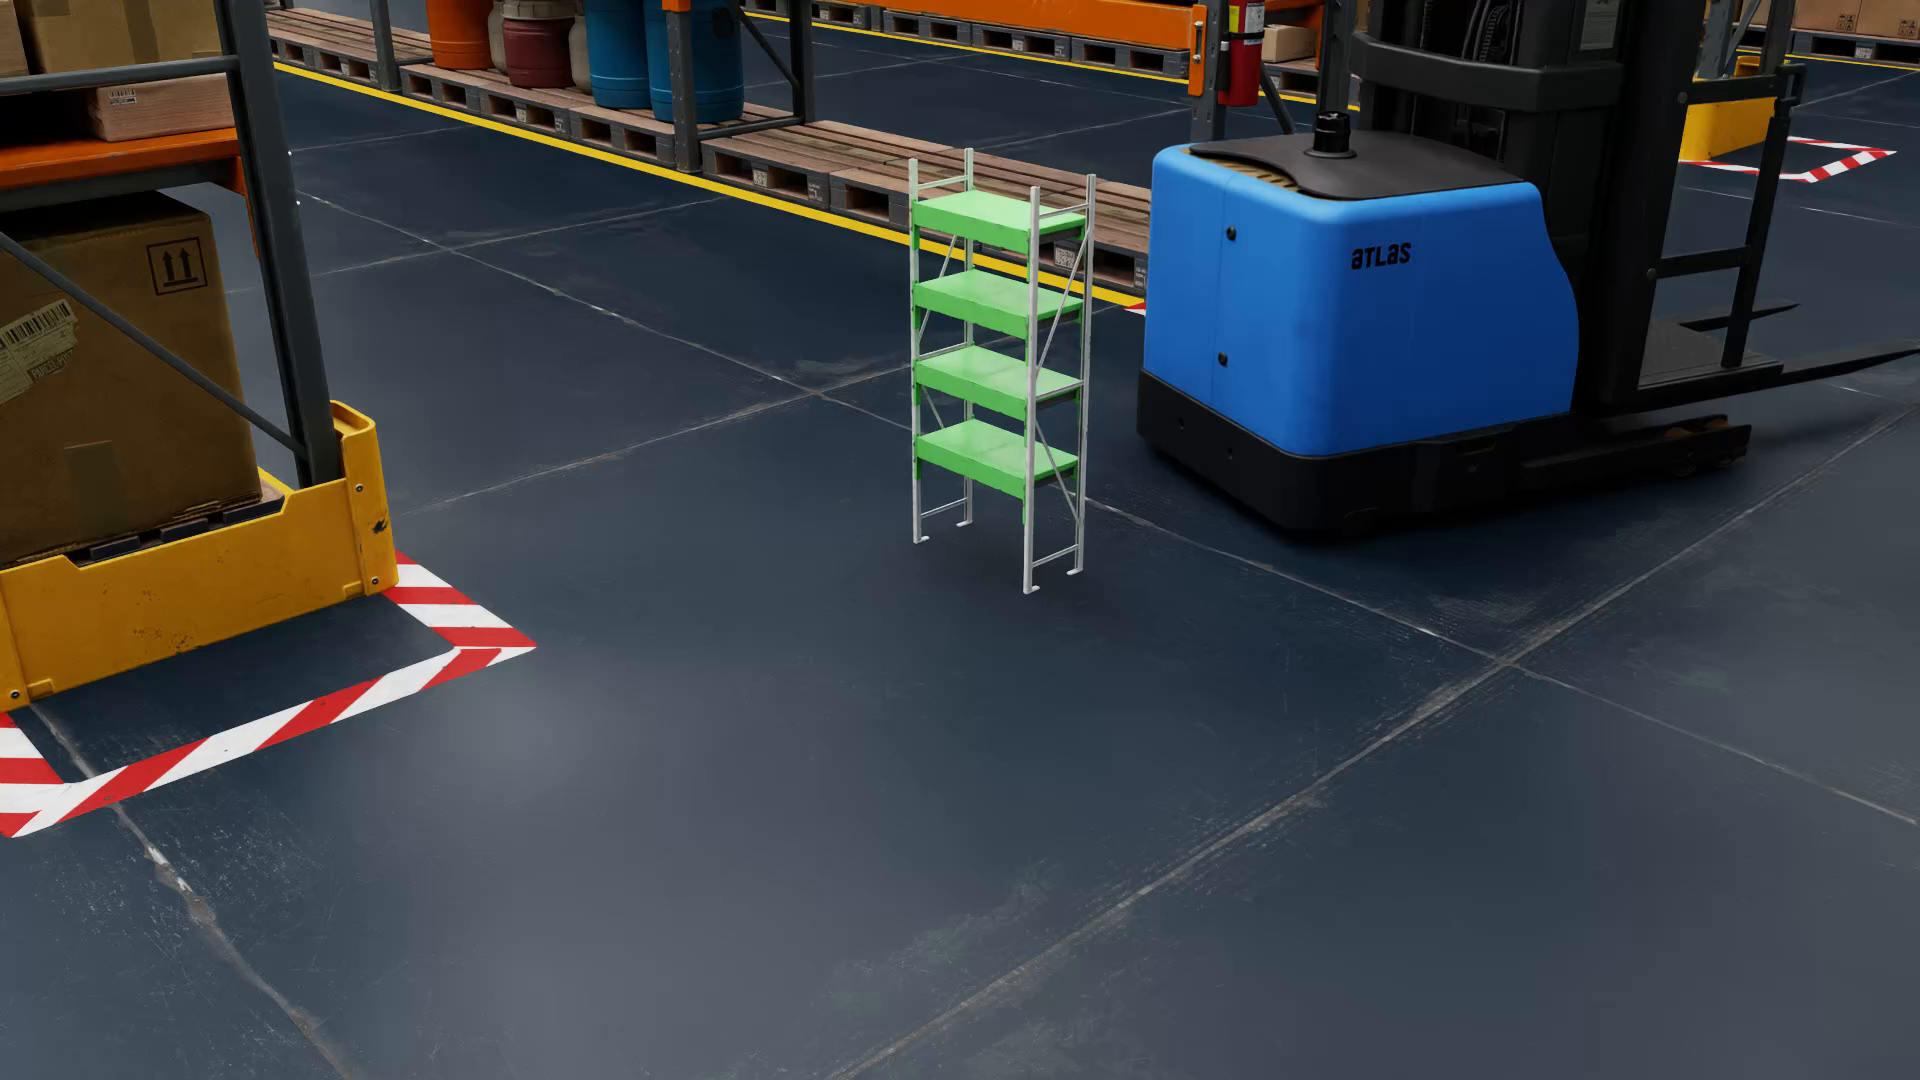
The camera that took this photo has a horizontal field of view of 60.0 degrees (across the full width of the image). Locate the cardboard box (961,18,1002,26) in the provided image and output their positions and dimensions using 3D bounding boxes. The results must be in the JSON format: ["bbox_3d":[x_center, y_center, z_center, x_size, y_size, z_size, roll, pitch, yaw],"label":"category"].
[{"bbox_3d":[0.358,-4.894,14.846,0.500,0.500,0.500,-22,32,-39],"label":"cardboard box"}]

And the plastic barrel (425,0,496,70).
[{"bbox_3d":[-3.717,-4.017,12.550,0.600,0.830,0.708,-21,32,-38],"label":"plastic barrel"}]

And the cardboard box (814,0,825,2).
[{"bbox_3d":[-1.338,-5.546,16.601,0.500,0.250,0.500,-22,32,-39],"label":"cardboard box"}]

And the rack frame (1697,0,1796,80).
[{"bbox_3d":[5.022,-3.937,10.266,1.000,3.000,0.127,-21,32,-38],"label":"rack frame"}]

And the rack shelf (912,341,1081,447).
[{"bbox_3d":[0.113,-0.438,4.918,0.258,0.148,0.480,-21,32,-38],"label":"rack shelf"}]

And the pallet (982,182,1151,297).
[{"bbox_3d":[0.869,-1.525,8.339,1.003,0.211,1.213,-21,32,-38],"label":"pallet"}]

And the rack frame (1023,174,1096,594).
[{"bbox_3d":[0.280,-0.422,4.729,0.240,1.200,0.015,-21,32,-38],"label":"rack frame"}]

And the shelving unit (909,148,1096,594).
[{"bbox_3d":[0.113,-0.496,4.891,0.258,1.200,0.503,-21,32,-38],"label":"shelving unit"}]

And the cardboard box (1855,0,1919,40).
[{"bbox_3d":[8.084,-4.581,14.184,0.700,0.500,0.500,-21,32,-38],"label":"cardboard box"}]

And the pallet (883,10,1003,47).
[{"bbox_3d":[0.037,-4.855,15.639,1.003,0.211,1.213,-21,32,-38],"label":"pallet"}]

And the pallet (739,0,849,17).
[{"bbox_3d":[-1.809,-5.722,17.539,1.003,0.211,1.213,-21,32,-38],"label":"pallet"}]

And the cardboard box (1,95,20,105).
[{"bbox_3d":[-2.744,-1.448,5.114,0.380,0.149,0.250,-22,32,-39],"label":"cardboard box"}]

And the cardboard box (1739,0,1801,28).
[{"bbox_3d":[7.398,-4.885,14.849,0.500,0.500,0.700,23,33,40],"label":"cardboard box"}]

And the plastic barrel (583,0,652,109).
[{"bbox_3d":[-2.173,-3.366,11.036,0.600,0.901,0.708,-21,32,-38],"label":"plastic barrel"}]

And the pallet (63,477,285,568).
[{"bbox_3d":[-2.815,-0.079,5.170,1.003,0.211,1.213,-21,32,-38],"label":"pallet"}]

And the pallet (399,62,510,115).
[{"bbox_3d":[-3.494,-3.461,12.583,1.003,0.211,1.213,-21,32,-38],"label":"pallet"}]

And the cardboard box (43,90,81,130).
[{"bbox_3d":[-2.389,-1.292,4.771,0.380,0.149,0.250,-22,32,-39],"label":"cardboard box"}]

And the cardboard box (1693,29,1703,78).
[{"bbox_3d":[4.471,-3.095,10.902,0.500,0.500,0.500,-21,32,-38],"label":"cardboard box"}]

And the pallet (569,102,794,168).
[{"bbox_3d":[-1.827,-2.722,10.962,1.003,0.211,1.213,-21,32,-38],"label":"pallet"}]

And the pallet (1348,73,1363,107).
[{"bbox_3d":[3.595,-3.302,12.234,1.003,0.211,1.213,-21,32,-38],"label":"pallet"}]

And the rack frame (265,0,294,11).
[{"bbox_3d":[-6.798,-6.169,15.158,1.000,3.000,0.127,-21,32,-38],"label":"rack frame"}]

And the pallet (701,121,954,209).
[{"bbox_3d":[-0.799,-2.265,9.960,1.003,0.211,1.213,-21,32,-38],"label":"pallet"}]

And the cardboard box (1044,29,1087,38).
[{"bbox_3d":[1.068,-4.584,14.167,0.500,0.500,0.500,-21,32,-38],"label":"cardboard box"}]

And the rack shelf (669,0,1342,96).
[{"bbox_3d":[0.037,-2.812,8.666,1.077,0.370,4.000,-21,32,-38],"label":"rack shelf"}]

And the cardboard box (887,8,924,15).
[{"bbox_3d":[-0.343,-5.205,15.527,0.500,0.500,0.500,-20,31,-36],"label":"cardboard box"}]

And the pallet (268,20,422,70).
[{"bbox_3d":[-5.395,-4.303,14.429,1.003,0.211,1.213,-21,32,-38],"label":"pallet"}]

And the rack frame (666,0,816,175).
[{"bbox_3d":[-1.330,-3.745,9.845,1.000,3.000,0.127,-21,32,-38],"label":"rack frame"}]

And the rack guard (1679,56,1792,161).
[{"bbox_3d":[4.971,-2.823,10.836,1.175,0.500,0.348,-21,32,-38],"label":"rack guard"}]

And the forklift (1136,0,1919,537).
[{"bbox_3d":[2.188,-1.740,5.532,3.031,2.935,1.130,-11,27,-22],"label":"forklift"}]

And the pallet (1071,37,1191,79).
[{"bbox_3d":[1.705,-4.116,14.018,1.003,0.211,1.213,-21,32,-38],"label":"pallet"}]

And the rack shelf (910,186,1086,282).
[{"bbox_3d":[0.113,-0.874,4.718,0.258,0.148,0.480,-21,32,-38],"label":"rack shelf"}]

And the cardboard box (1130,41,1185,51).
[{"bbox_3d":[1.742,-4.280,13.500,0.500,0.500,0.500,-21,32,-39],"label":"cardboard box"}]

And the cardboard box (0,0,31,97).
[{"bbox_3d":[-2.736,-1.267,4.235,0.500,0.250,0.500,-22,32,-39],"label":"cardboard box"}]

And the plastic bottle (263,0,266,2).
[{"bbox_3d":[-6.765,-5.347,16.199,0.097,0.201,0.097,0,25,0],"label":"plastic bottle"}]

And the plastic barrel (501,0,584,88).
[{"bbox_3d":[-2.945,-3.565,11.851,0.600,0.588,0.708,-21,32,-38],"label":"plastic barrel"}]

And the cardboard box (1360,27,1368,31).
[{"bbox_3d":[3.398,-3.807,12.689,0.500,0.311,0.500,-21,32,-38],"label":"cardboard box"}]

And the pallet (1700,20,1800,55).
[{"bbox_3d":[7.203,-4.664,15.220,1.003,0.211,1.213,-21,32,-38],"label":"pallet"}]
